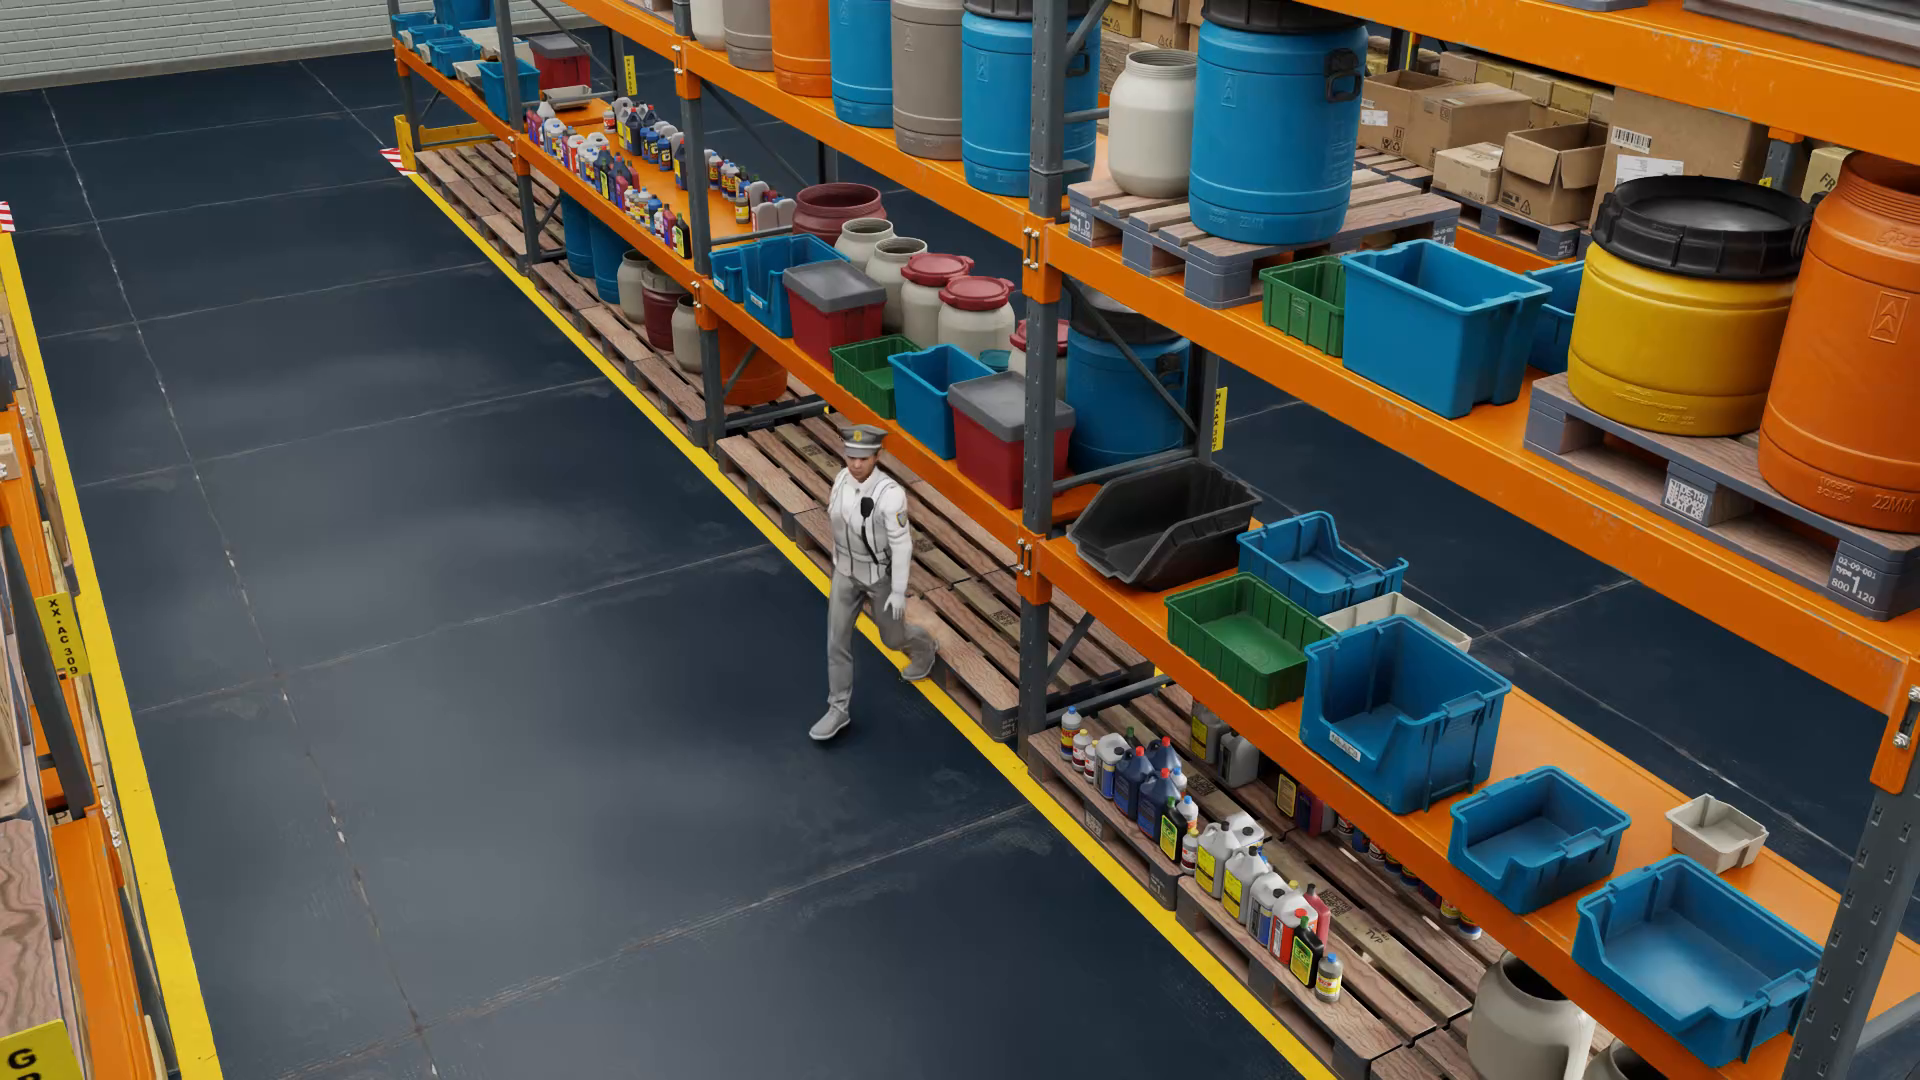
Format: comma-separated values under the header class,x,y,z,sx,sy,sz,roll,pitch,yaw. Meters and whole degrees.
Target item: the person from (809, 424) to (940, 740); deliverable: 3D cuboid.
class,x,y,z,sx,sy,sz,roll,pitch,yaw
person,-0.434,0.157,8.311,0.499,1.649,0.906,19,34,31
